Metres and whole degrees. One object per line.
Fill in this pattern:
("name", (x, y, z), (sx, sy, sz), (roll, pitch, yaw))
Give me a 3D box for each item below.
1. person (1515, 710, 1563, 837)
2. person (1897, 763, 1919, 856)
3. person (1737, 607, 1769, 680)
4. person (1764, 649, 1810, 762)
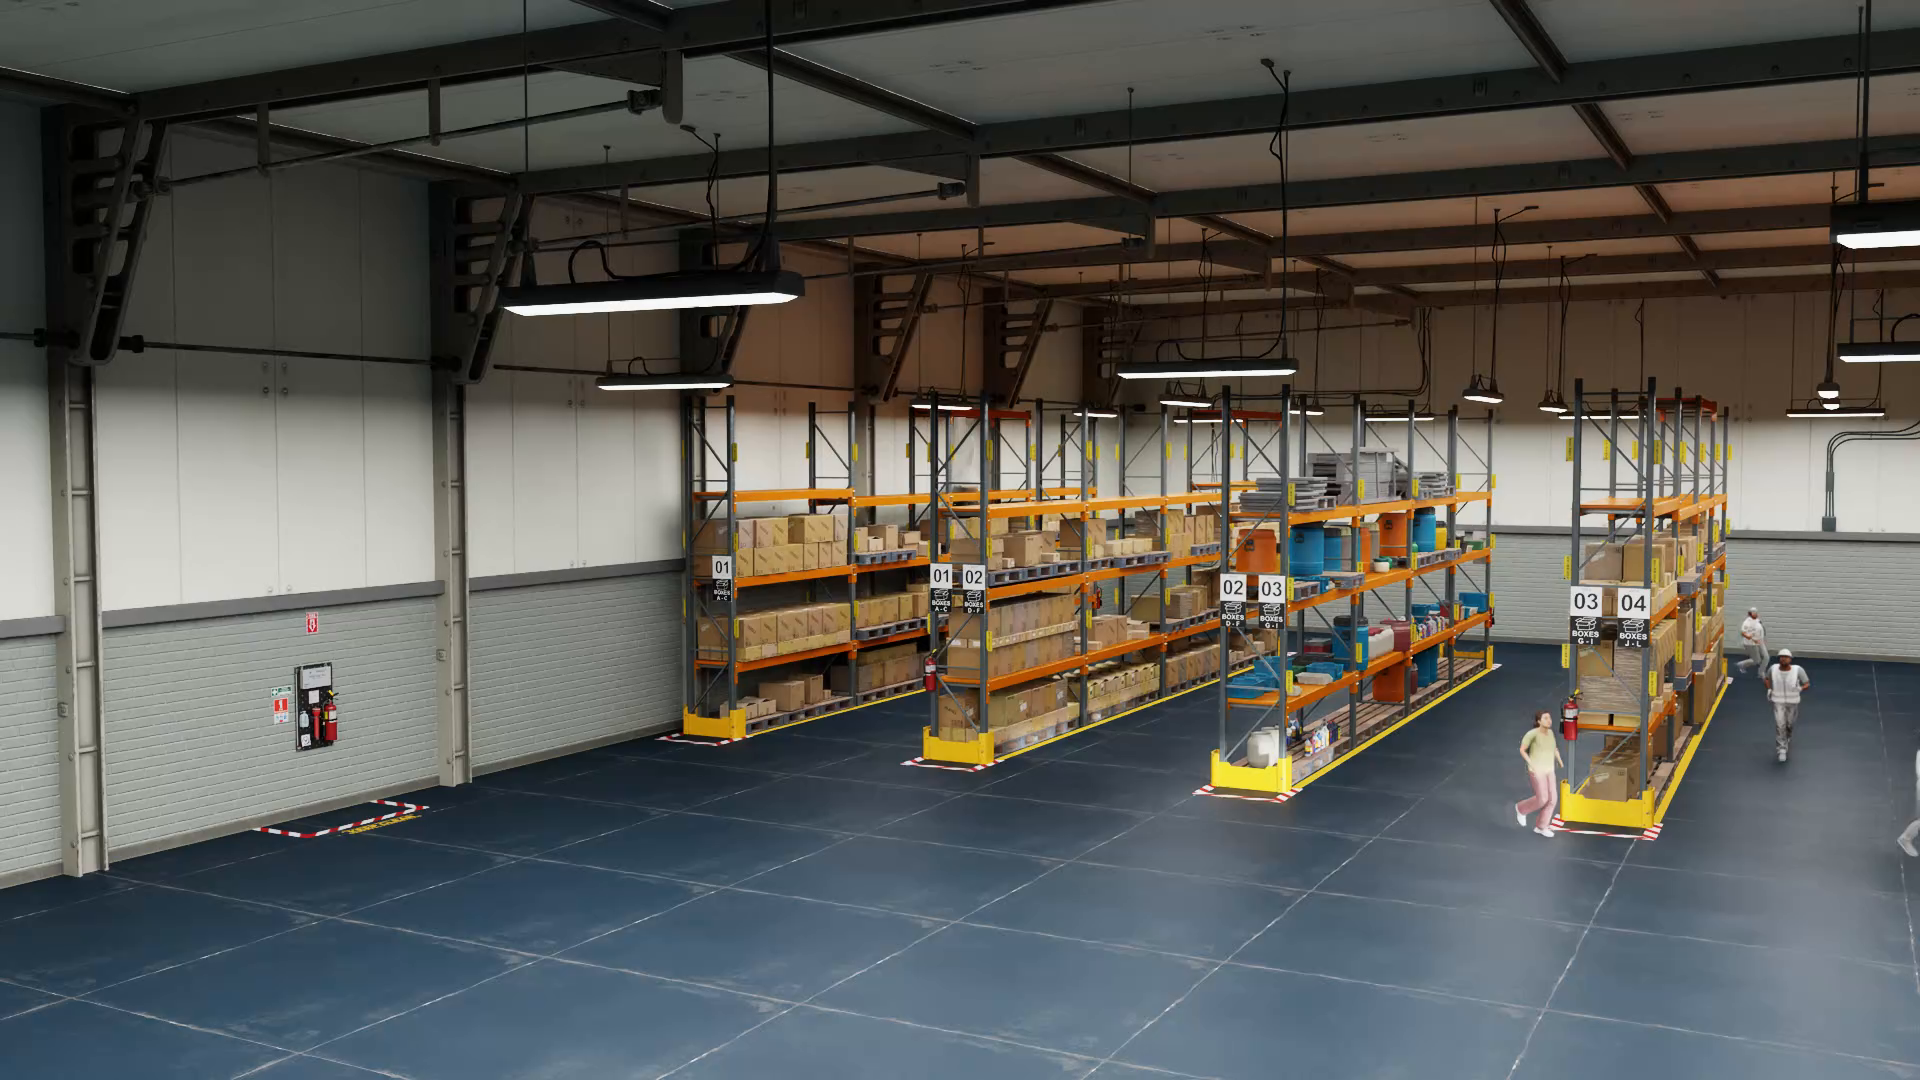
("person", (7.616, 3.037, 21.869), (0.599, 1.644, 0.585), (-1, 3, -26))
("person", (11.787, 3.080, 20.102), (0.610, 1.719, 0.900), (-1, 3, -20))
("person", (17.449, 2.288, 36.662), (0.649, 1.633, 0.672), (-2, 4, -35))
("person", (13.529, 2.674, 27.217), (0.665, 1.796, 0.925), (1, 3, 25))
